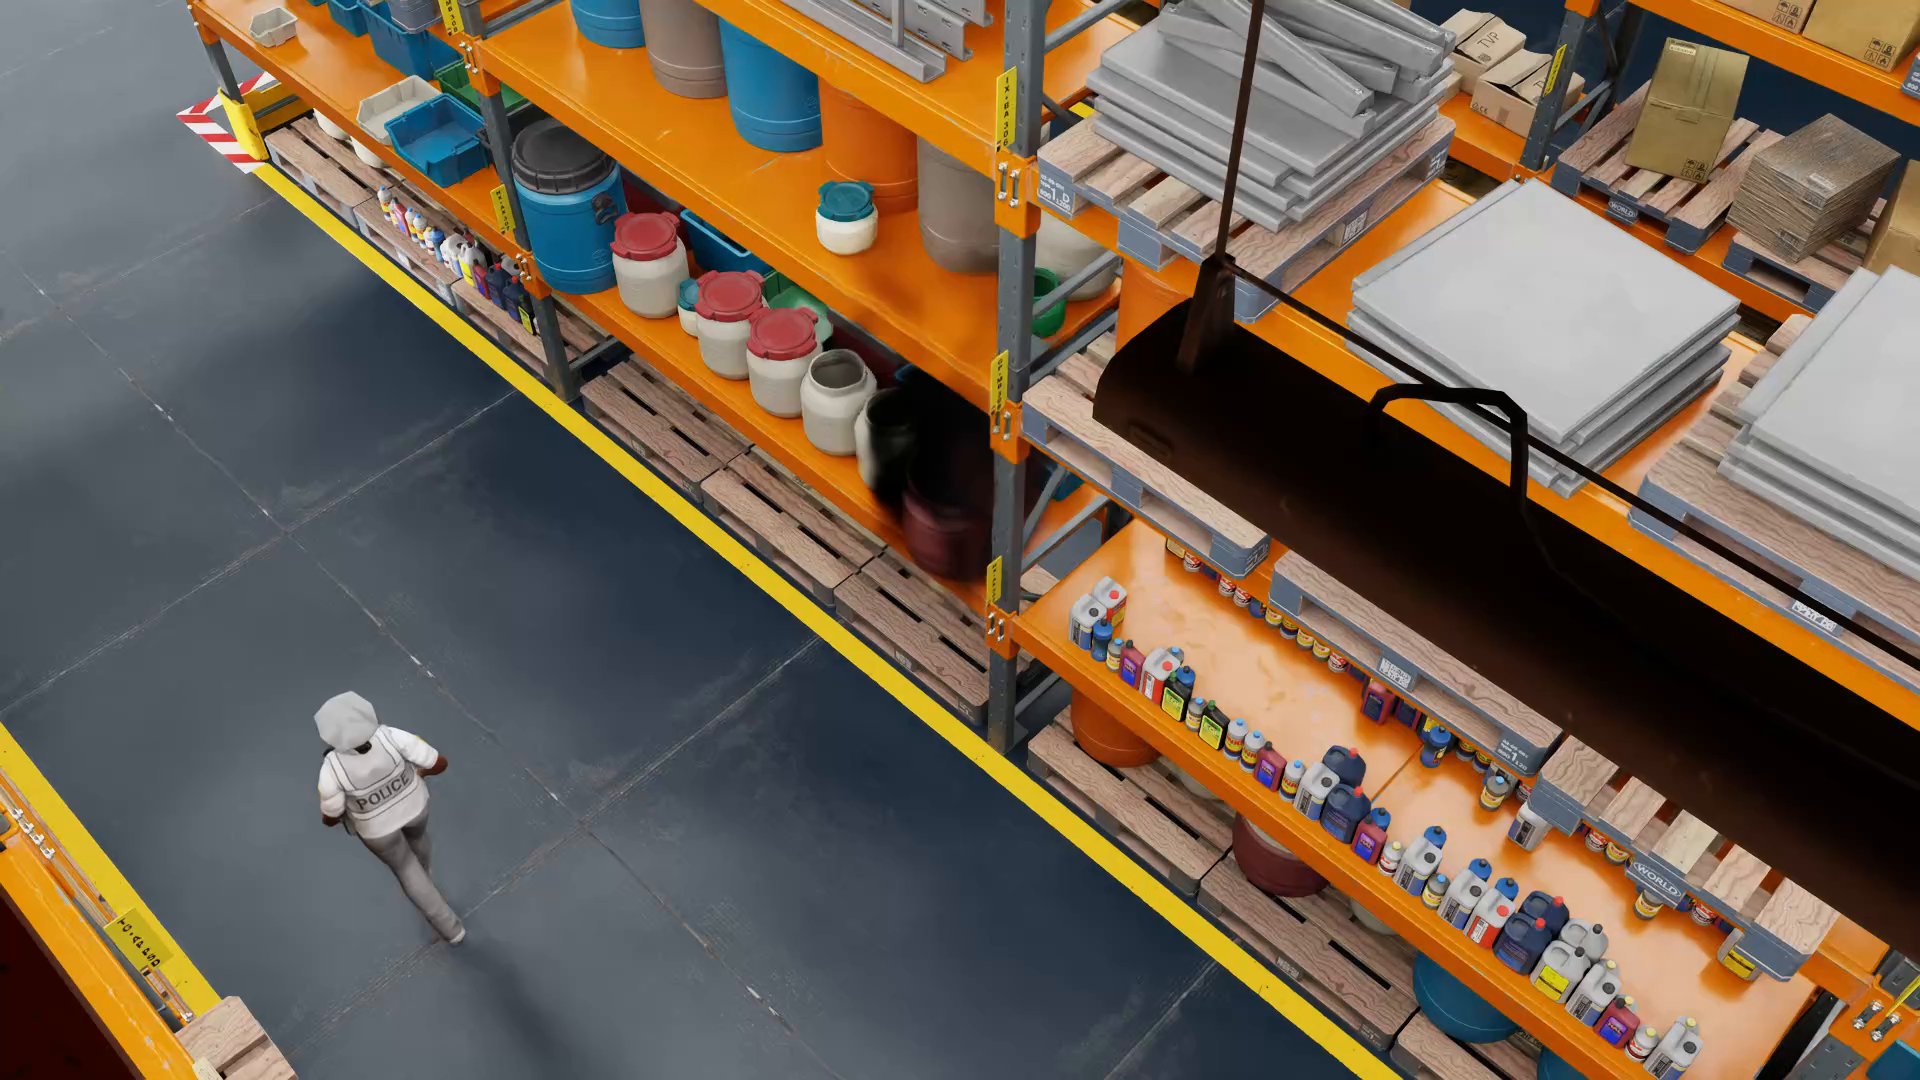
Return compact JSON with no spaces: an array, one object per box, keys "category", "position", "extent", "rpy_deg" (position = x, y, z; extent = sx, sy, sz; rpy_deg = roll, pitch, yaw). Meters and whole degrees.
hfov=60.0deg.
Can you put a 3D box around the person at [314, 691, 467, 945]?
[{"category":"person","position":[-2.673,1.288,7.845],"extent":[0.584,1.712,0.783],"rpy_deg":[-36,59,-26]}]
